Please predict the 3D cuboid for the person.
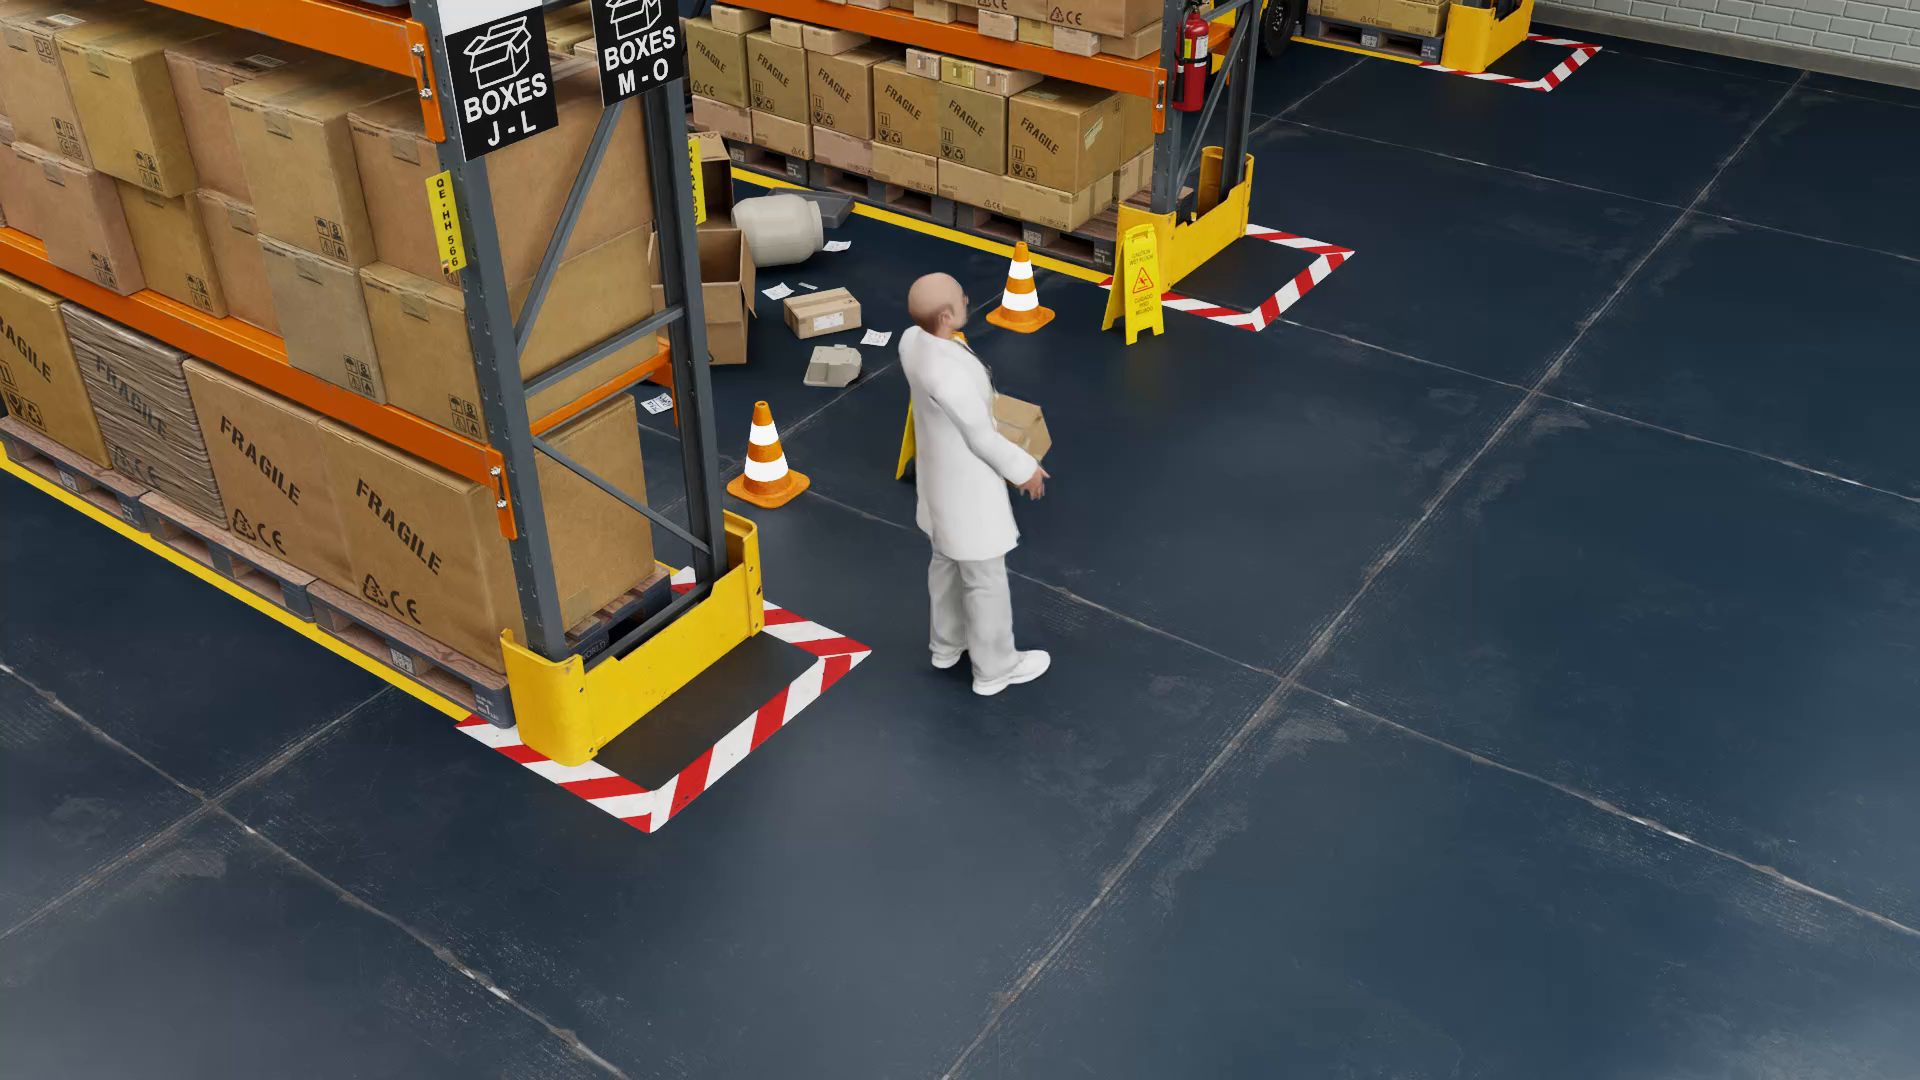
[{"bbox_3d":[0.065,-0.242,6.503,0.540,1.779,0.566,-13,36,-18],"label":"person"}]
